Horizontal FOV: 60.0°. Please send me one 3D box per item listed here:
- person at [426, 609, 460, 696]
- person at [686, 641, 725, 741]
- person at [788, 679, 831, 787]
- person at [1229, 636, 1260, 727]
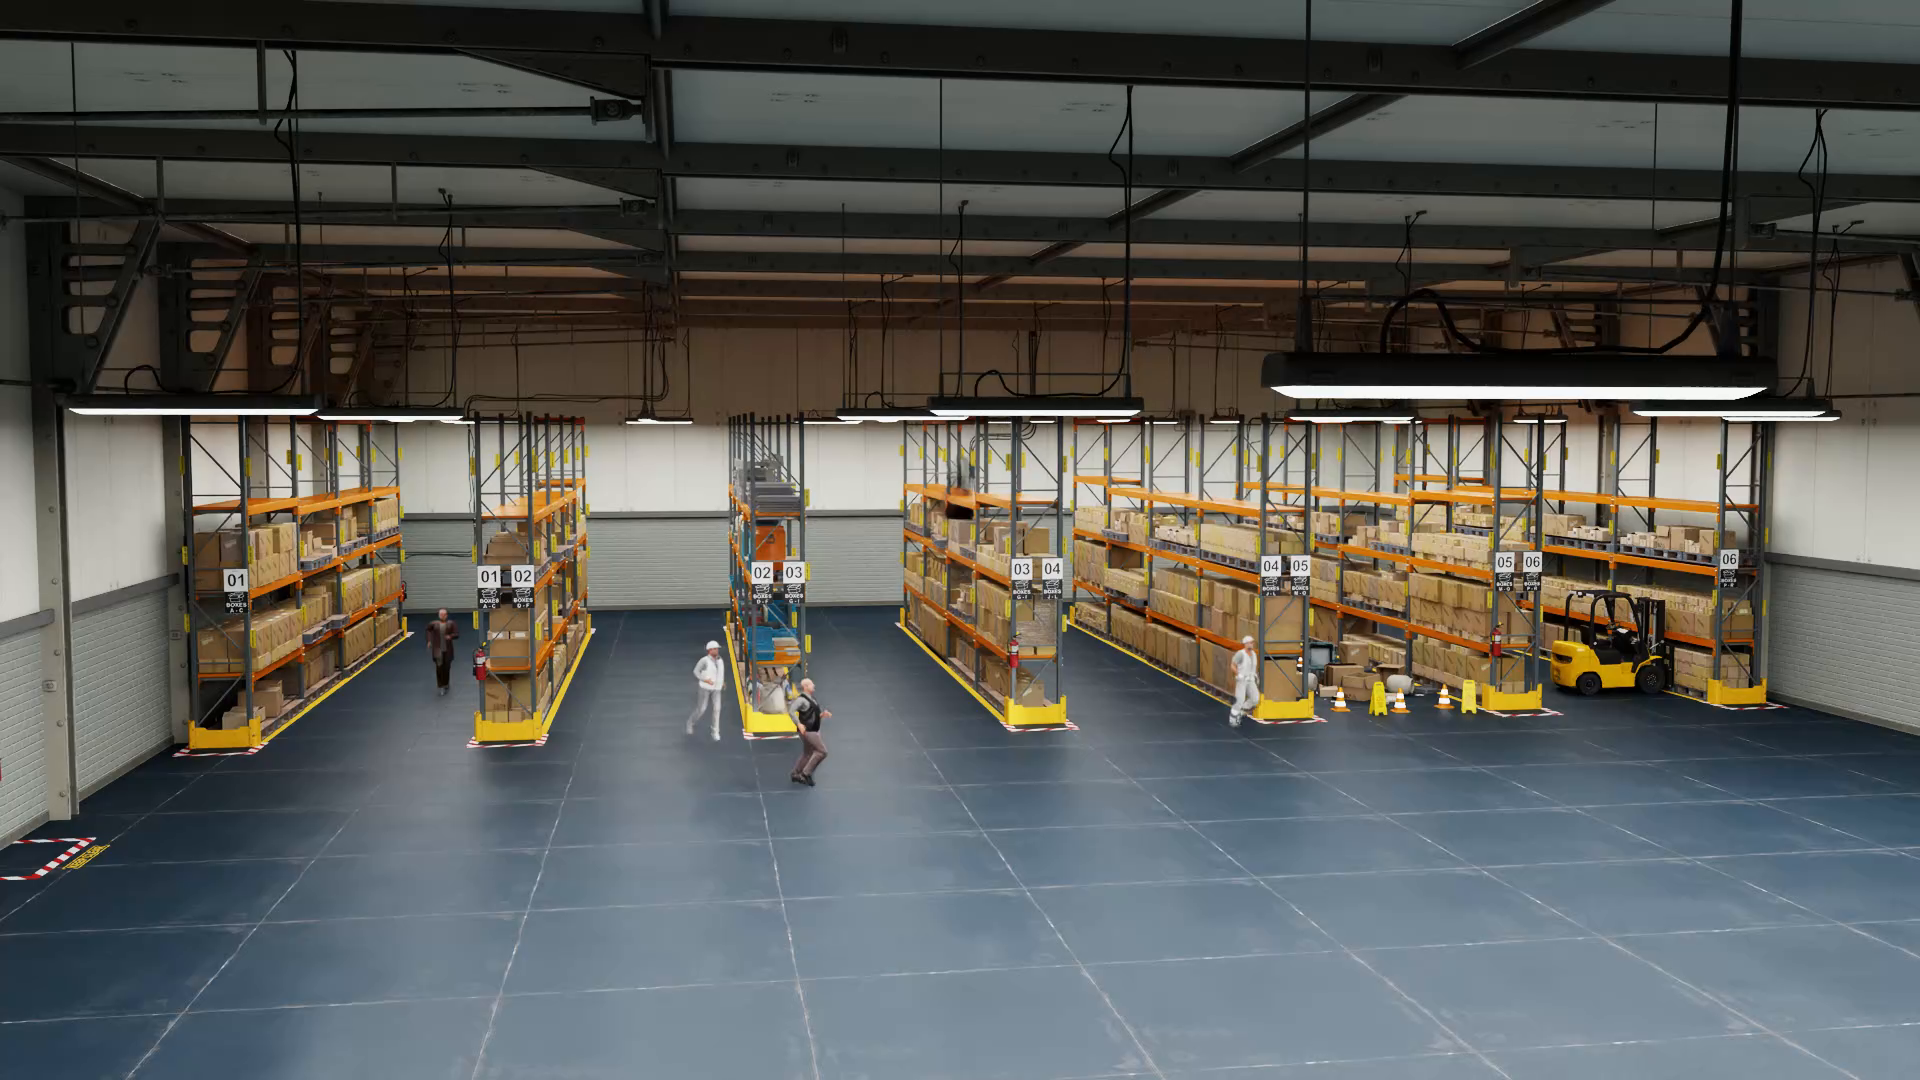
[{"bbox_3d":[-11.109,2.406,35.769,0.666,1.837,0.928,-2,4,-22],"label":"person"},{"bbox_3d":[-4.584,2.753,30.696,0.727,1.768,0.939,-3,5,-38],"label":"person"},{"bbox_3d":[-2.387,3.065,26.466,0.693,1.720,0.629,0,4,6],"label":"person"},{"bbox_3d":[5.492,2.697,31.737,0.721,1.723,0.525,-2,4,-30],"label":"person"}]
